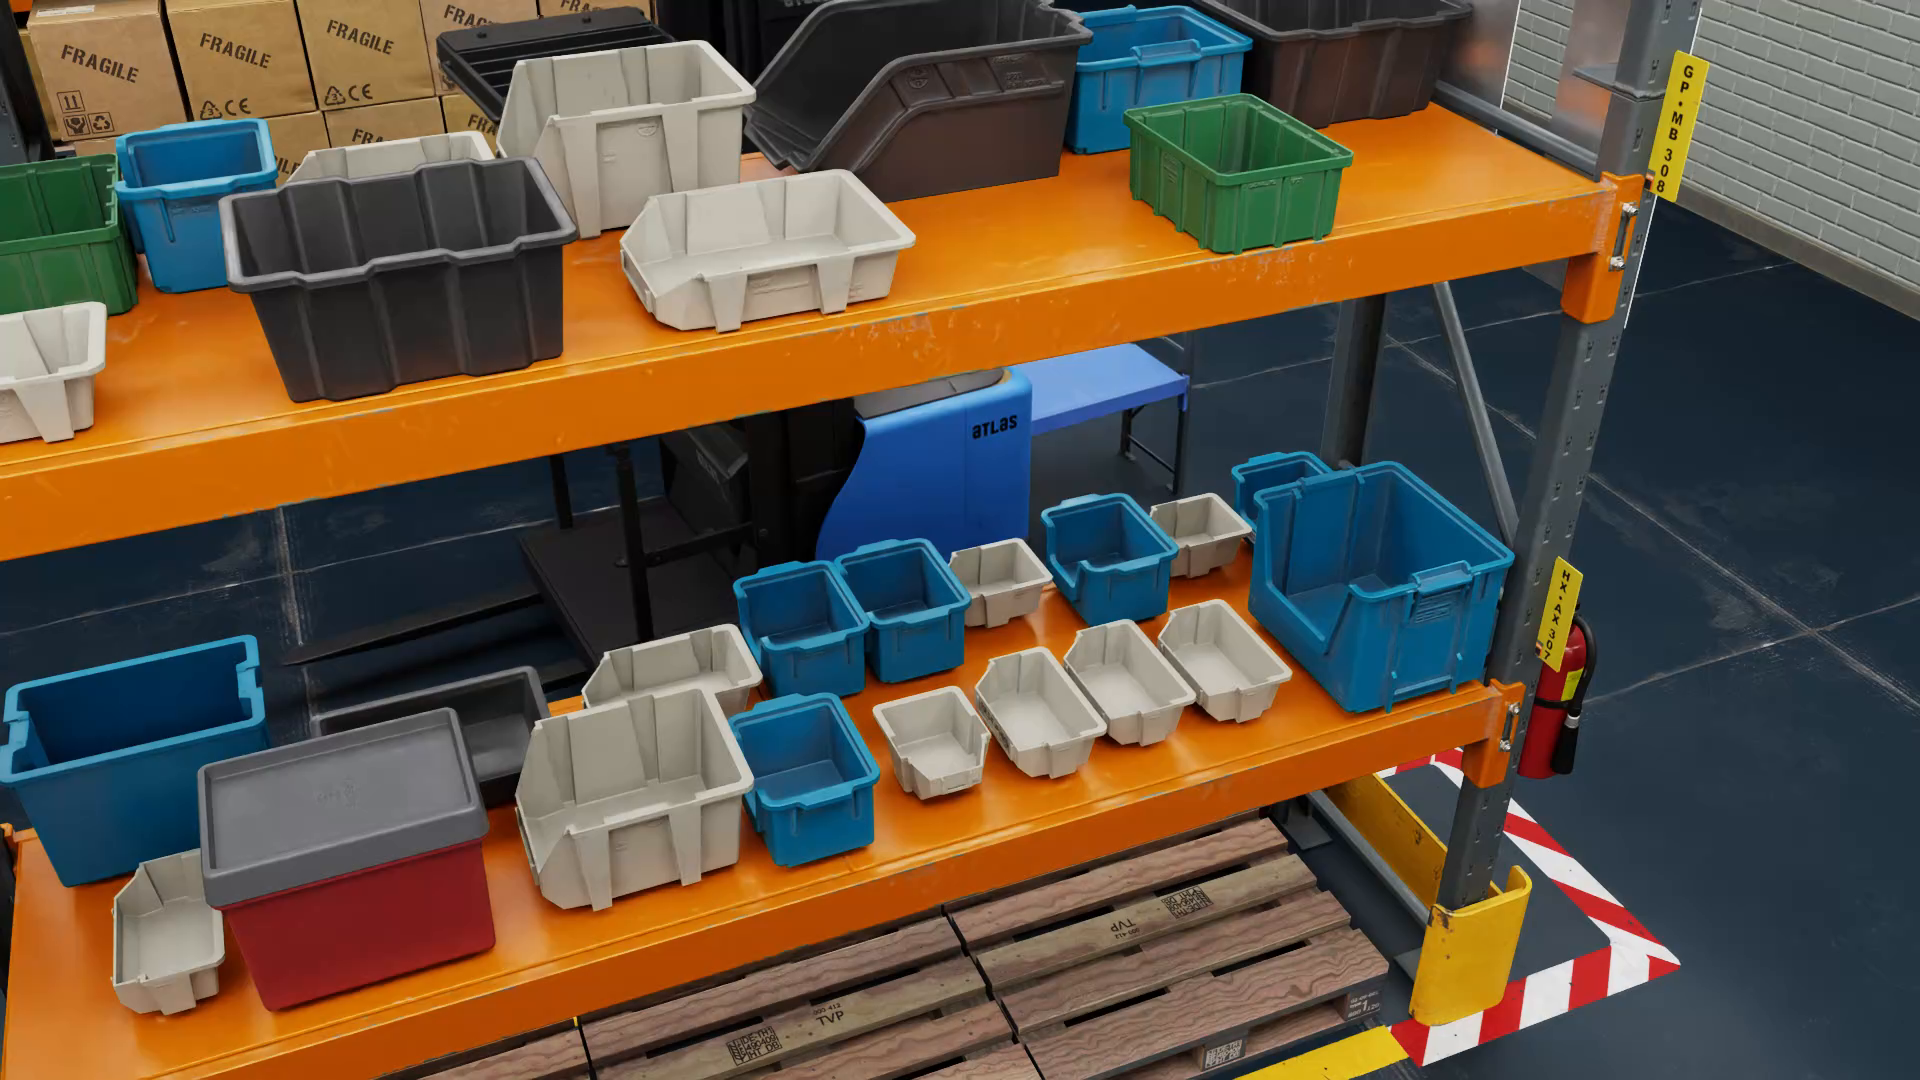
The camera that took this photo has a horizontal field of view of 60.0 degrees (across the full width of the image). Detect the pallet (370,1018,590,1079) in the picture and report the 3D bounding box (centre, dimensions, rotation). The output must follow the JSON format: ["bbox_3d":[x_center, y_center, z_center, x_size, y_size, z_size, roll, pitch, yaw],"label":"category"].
[{"bbox_3d":[-1.622,1.838,4.731,1.213,0.211,1.003,-13,35,-19],"label":"pallet"}]

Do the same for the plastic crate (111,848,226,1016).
[{"bbox_3d":[-1.801,0.903,3.798,0.243,0.136,0.396,-13,35,-19],"label":"plastic crate"}]

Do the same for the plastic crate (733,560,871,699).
[{"bbox_3d":[-0.443,0.273,4.679,0.300,0.233,0.416,-13,35,-19],"label":"plastic crate"}]

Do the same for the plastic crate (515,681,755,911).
[{"bbox_3d":[-0.806,0.639,4.071,0.530,0.282,0.437,-13,35,-19],"label":"plastic crate"}]

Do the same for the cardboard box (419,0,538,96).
[{"bbox_3d":[-2.230,-2.393,7.669,0.500,0.500,0.500,-12,35,-17],"label":"cardboard box"}]

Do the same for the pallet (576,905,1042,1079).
[{"bbox_3d":[-0.495,1.579,5.130,1.213,0.211,1.003,-13,35,-19],"label":"pallet"}]

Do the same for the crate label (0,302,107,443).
[{"bbox_3d":[-1.722,-0.260,2.891,0.466,0.136,0.293,-13,35,-19],"label":"crate label"}]

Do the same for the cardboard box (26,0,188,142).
[{"bbox_3d":[-3.656,-2.066,7.167,0.500,0.500,0.500,-12,35,-18],"label":"cardboard box"}]

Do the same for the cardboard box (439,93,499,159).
[{"bbox_3d":[-2.222,-1.982,7.954,0.500,0.500,0.500,-13,35,-20],"label":"cardboard box"}]

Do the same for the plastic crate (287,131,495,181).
[{"bbox_3d":[-1.260,-0.762,3.663,0.466,0.136,0.293,-13,35,-19],"label":"plastic crate"}]

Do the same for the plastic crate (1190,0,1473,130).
[{"bbox_3d":[0.940,-1.262,4.308,0.590,0.269,0.497,-13,35,-19],"label":"plastic crate"}]

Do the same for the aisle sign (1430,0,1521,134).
[{"bbox_3d":[1.355,-1.254,4.544,0.004,0.787,0.394,-13,35,-19],"label":"aisle sign"}]

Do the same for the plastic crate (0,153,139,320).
[{"bbox_3d":[-2.011,-0.566,3.313,0.662,0.188,0.450,-13,35,-19],"label":"plastic crate"}]

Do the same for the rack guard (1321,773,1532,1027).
[{"bbox_3d":[1.420,1.036,5.699,0.348,0.500,1.175,-13,35,-19],"label":"rack guard"}]

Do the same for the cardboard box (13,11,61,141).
[{"bbox_3d":[-6.669,-3.210,11.519,0.750,0.750,0.750,-12,35,-18],"label":"cardboard box"}]

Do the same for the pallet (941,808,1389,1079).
[{"bbox_3d":[0.628,1.323,5.523,1.213,0.211,1.003,-13,35,-19],"label":"pallet"}]

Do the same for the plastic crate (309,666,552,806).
[{"bbox_3d":[-1.357,0.563,4.331,0.590,0.125,0.437,-13,35,-19],"label":"plastic crate"}]

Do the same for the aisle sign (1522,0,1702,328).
[{"bbox_3d":[1.583,-0.958,4.088,0.004,0.787,0.394,-13,35,-19],"label":"aisle sign"}]

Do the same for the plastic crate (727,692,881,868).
[{"bbox_3d":[-0.391,0.607,4.165,0.300,0.233,0.416,-13,35,-19],"label":"plastic crate"}]

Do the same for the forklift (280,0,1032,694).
[{"bbox_3d":[-1.227,-0.820,6.322,3.031,2.935,1.130,-17,37,-24],"label":"forklift"}]

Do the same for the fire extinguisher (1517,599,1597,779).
[{"bbox_3d":[1.718,0.385,4.820,0.183,0.674,0.296,-13,35,-19],"label":"fire extinguisher"}]

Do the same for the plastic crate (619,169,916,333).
[{"bbox_3d":[-0.406,-0.586,3.391,0.530,0.136,0.437,-13,35,-19],"label":"plastic crate"}]

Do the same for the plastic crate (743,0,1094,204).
[{"bbox_3d":[-0.112,-1.047,3.915,0.767,0.338,0.504,-13,35,-19],"label":"plastic crate"}]

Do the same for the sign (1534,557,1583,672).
[{"bbox_3d":[1.631,0.205,4.536,0.005,0.325,0.100,-13,35,-19],"label":"sign"}]

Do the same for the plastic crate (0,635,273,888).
[{"bbox_3d":[-1.987,0.556,4.105,0.575,0.384,0.392,-13,35,-19],"label":"plastic crate"}]

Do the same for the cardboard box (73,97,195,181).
[{"bbox_3d":[-3.624,-1.660,7.459,0.500,0.500,0.500,-12,35,-18],"label":"cardboard box"}]

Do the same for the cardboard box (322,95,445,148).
[{"bbox_3d":[-2.691,-1.874,7.788,0.500,0.500,0.500,-13,35,-19],"label":"cardboard box"}]

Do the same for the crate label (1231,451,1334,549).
[{"bbox_3d":[1.048,-0.069,5.204,0.303,0.233,0.416,-13,35,-19],"label":"crate label"}]

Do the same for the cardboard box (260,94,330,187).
[{"bbox_3d":[-3.153,-1.769,7.627,0.500,0.500,0.500,-12,35,-18],"label":"cardboard box"}]

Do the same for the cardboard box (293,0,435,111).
[{"bbox_3d":[-2.706,-2.284,7.501,0.500,0.500,0.500,-14,36,-20],"label":"cardboard box"}]

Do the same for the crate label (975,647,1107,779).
[{"bbox_3d":[0.201,0.473,4.459,0.243,0.136,0.396,-13,35,-19],"label":"crate label"}]

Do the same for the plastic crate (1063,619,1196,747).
[{"bbox_3d":[0.449,0.402,4.568,0.243,0.136,0.396,-13,35,-19],"label":"plastic crate"}]

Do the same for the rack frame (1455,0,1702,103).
[{"bbox_3d":[1.403,-2.515,3.364,0.127,3.000,1.000,-13,35,-19],"label":"rack frame"}]

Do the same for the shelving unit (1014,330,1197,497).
[{"bbox_3d":[0.505,-0.826,7.644,1.048,1.500,0.538,-17,37,-24],"label":"shelving unit"}]

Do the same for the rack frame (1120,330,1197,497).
[{"bbox_3d":[0.948,-0.961,7.852,0.032,1.500,0.500,-17,37,-24],"label":"rack frame"}]

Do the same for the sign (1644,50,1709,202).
[{"bbox_3d":[1.631,-0.940,3.790,0.005,0.325,0.100,-13,35,-19],"label":"sign"}]

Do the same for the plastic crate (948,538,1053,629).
[{"bbox_3d":[0.095,0.141,4.970,0.298,0.136,0.250,-13,35,-19],"label":"plastic crate"}]

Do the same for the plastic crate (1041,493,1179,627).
[{"bbox_3d":[0.441,0.070,4.990,0.300,0.233,0.416,-13,35,-19],"label":"plastic crate"}]

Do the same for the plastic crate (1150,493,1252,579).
[{"bbox_3d":[0.720,-0.002,5.190,0.298,0.136,0.250,-13,35,-19],"label":"plastic crate"}]

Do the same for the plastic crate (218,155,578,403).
[{"bbox_3d":[-1.033,-0.483,3.111,0.590,0.269,0.497,-13,35,-19],"label":"plastic crate"}]

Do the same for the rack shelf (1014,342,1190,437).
[{"bbox_3d":[0.505,-0.675,7.742,1.000,0.185,0.538,-17,37,-24],"label":"rack shelf"}]

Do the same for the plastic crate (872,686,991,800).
[{"bbox_3d":[-0.065,0.545,4.348,0.250,0.136,0.298,-13,35,-19],"label":"plastic crate"}]

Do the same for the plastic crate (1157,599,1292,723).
[{"bbox_3d":[0.721,0.348,4.651,0.243,0.136,0.396,-13,35,-19],"label":"plastic crate"}]

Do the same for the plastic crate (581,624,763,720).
[{"bbox_3d":[-0.796,0.411,4.555,0.466,0.136,0.293,-13,35,-19],"label":"plastic crate"}]

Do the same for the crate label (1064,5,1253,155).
[{"bbox_3d":[0.427,-1.163,4.173,0.502,0.251,0.408,-13,35,-19],"label":"crate label"}]

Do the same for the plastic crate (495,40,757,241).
[{"bbox_3d":[-0.760,-0.895,3.734,0.530,0.282,0.437,-13,35,-19],"label":"plastic crate"}]

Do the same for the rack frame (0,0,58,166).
[{"bbox_3d":[-4.199,-1.647,7.531,0.127,3.000,1.000,-13,35,-19],"label":"rack frame"}]

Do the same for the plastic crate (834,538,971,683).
[{"bbox_3d":[-0.166,0.209,4.776,0.300,0.233,0.416,-13,35,-19],"label":"plastic crate"}]

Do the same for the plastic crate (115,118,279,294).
[{"bbox_3d":[-1.569,-0.696,3.472,0.300,0.233,0.416,-13,35,-19],"label":"plastic crate"}]

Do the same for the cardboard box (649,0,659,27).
[{"bbox_3d":[-1.280,-2.613,8.008,0.500,0.500,0.500,-12,35,-18],"label":"cardboard box"}]

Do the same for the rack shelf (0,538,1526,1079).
[{"bbox_3d":[-0.441,0.724,4.547,4.000,0.370,1.077,-13,35,-19],"label":"rack shelf"}]

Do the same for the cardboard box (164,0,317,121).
[{"bbox_3d":[-3.180,-2.175,7.335,0.500,0.500,0.500,-14,36,-20],"label":"cardboard box"}]

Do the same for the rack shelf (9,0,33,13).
[{"bbox_3d":[-7.964,-3.414,10.906,4.000,0.370,1.077,-13,35,-19],"label":"rack shelf"}]

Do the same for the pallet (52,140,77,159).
[{"bbox_3d":[-6.802,-2.768,11.810,1.213,0.211,1.003,-13,35,-19],"label":"pallet"}]

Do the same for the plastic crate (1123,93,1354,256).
[{"bbox_3d":[0.604,-0.817,3.699,0.336,0.188,0.450,-13,35,-19],"label":"plastic crate"}]

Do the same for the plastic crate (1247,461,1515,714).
[{"bbox_3d":[1.167,0.124,4.721,0.499,0.435,0.616,-13,35,-19],"label":"plastic crate"}]

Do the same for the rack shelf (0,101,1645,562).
[{"bbox_3d":[-0.441,-0.534,3.729,4.000,0.370,1.077,-13,35,-19],"label":"rack shelf"}]

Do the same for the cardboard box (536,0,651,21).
[{"bbox_3d":[-1.757,-2.502,7.836,0.500,0.500,0.500,-12,35,-18],"label":"cardboard box"}]

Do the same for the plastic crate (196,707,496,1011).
[{"bbox_3d":[-1.365,0.730,3.764,0.583,0.464,0.402,-13,35,-19],"label":"plastic crate"}]

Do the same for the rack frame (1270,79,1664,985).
[{"bbox_3d":[1.403,0.000,5.000,0.127,3.000,1.000,-13,35,-19],"label":"rack frame"}]
